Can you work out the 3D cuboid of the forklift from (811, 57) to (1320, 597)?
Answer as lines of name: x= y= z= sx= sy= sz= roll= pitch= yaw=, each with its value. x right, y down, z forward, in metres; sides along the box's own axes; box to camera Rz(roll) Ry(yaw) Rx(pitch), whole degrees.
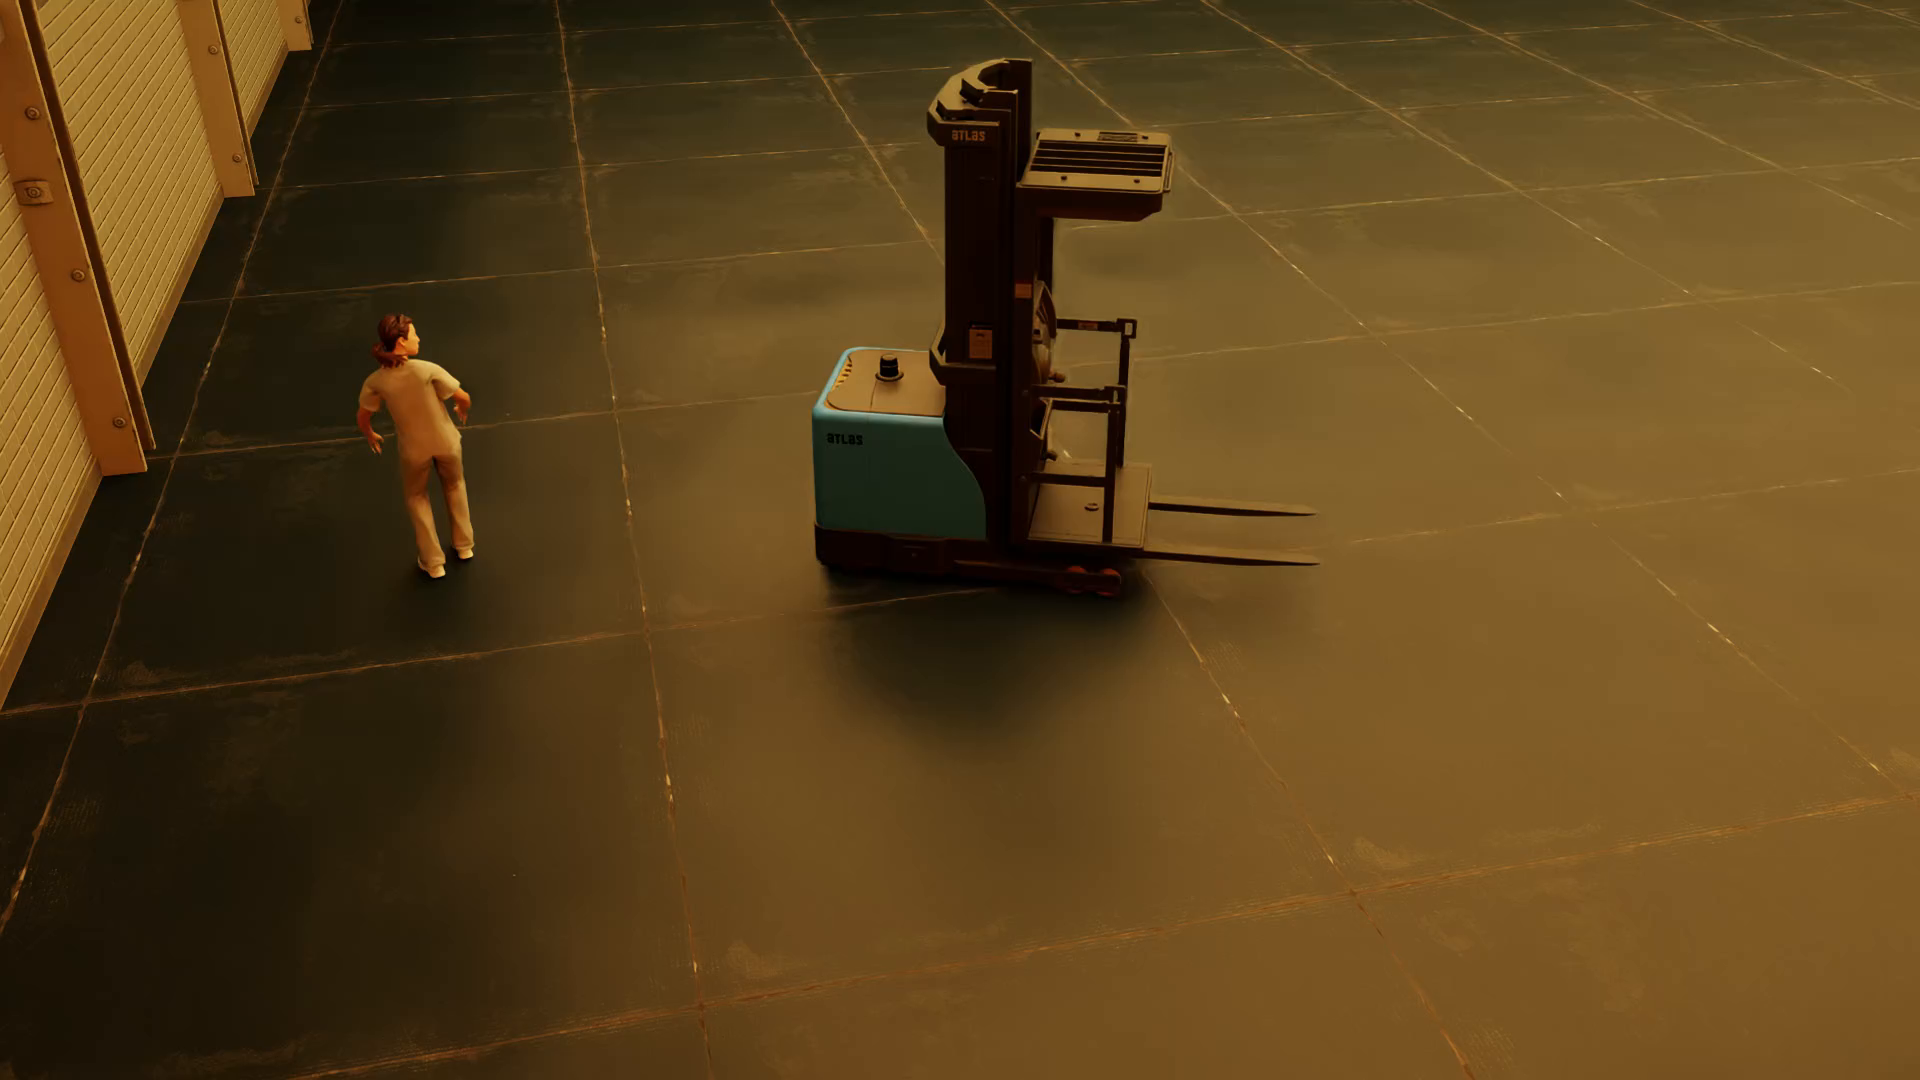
forklift: x=0.677 y=-1.216 z=9.676 sx=3.031 sy=2.935 sz=1.130 roll=4 pitch=30 yaw=8

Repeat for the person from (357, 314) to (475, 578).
person: x=-3.205 y=-0.572 z=9.883 sx=0.644 sy=1.626 sz=0.472 roll=-9 pitch=31 yaw=-16
